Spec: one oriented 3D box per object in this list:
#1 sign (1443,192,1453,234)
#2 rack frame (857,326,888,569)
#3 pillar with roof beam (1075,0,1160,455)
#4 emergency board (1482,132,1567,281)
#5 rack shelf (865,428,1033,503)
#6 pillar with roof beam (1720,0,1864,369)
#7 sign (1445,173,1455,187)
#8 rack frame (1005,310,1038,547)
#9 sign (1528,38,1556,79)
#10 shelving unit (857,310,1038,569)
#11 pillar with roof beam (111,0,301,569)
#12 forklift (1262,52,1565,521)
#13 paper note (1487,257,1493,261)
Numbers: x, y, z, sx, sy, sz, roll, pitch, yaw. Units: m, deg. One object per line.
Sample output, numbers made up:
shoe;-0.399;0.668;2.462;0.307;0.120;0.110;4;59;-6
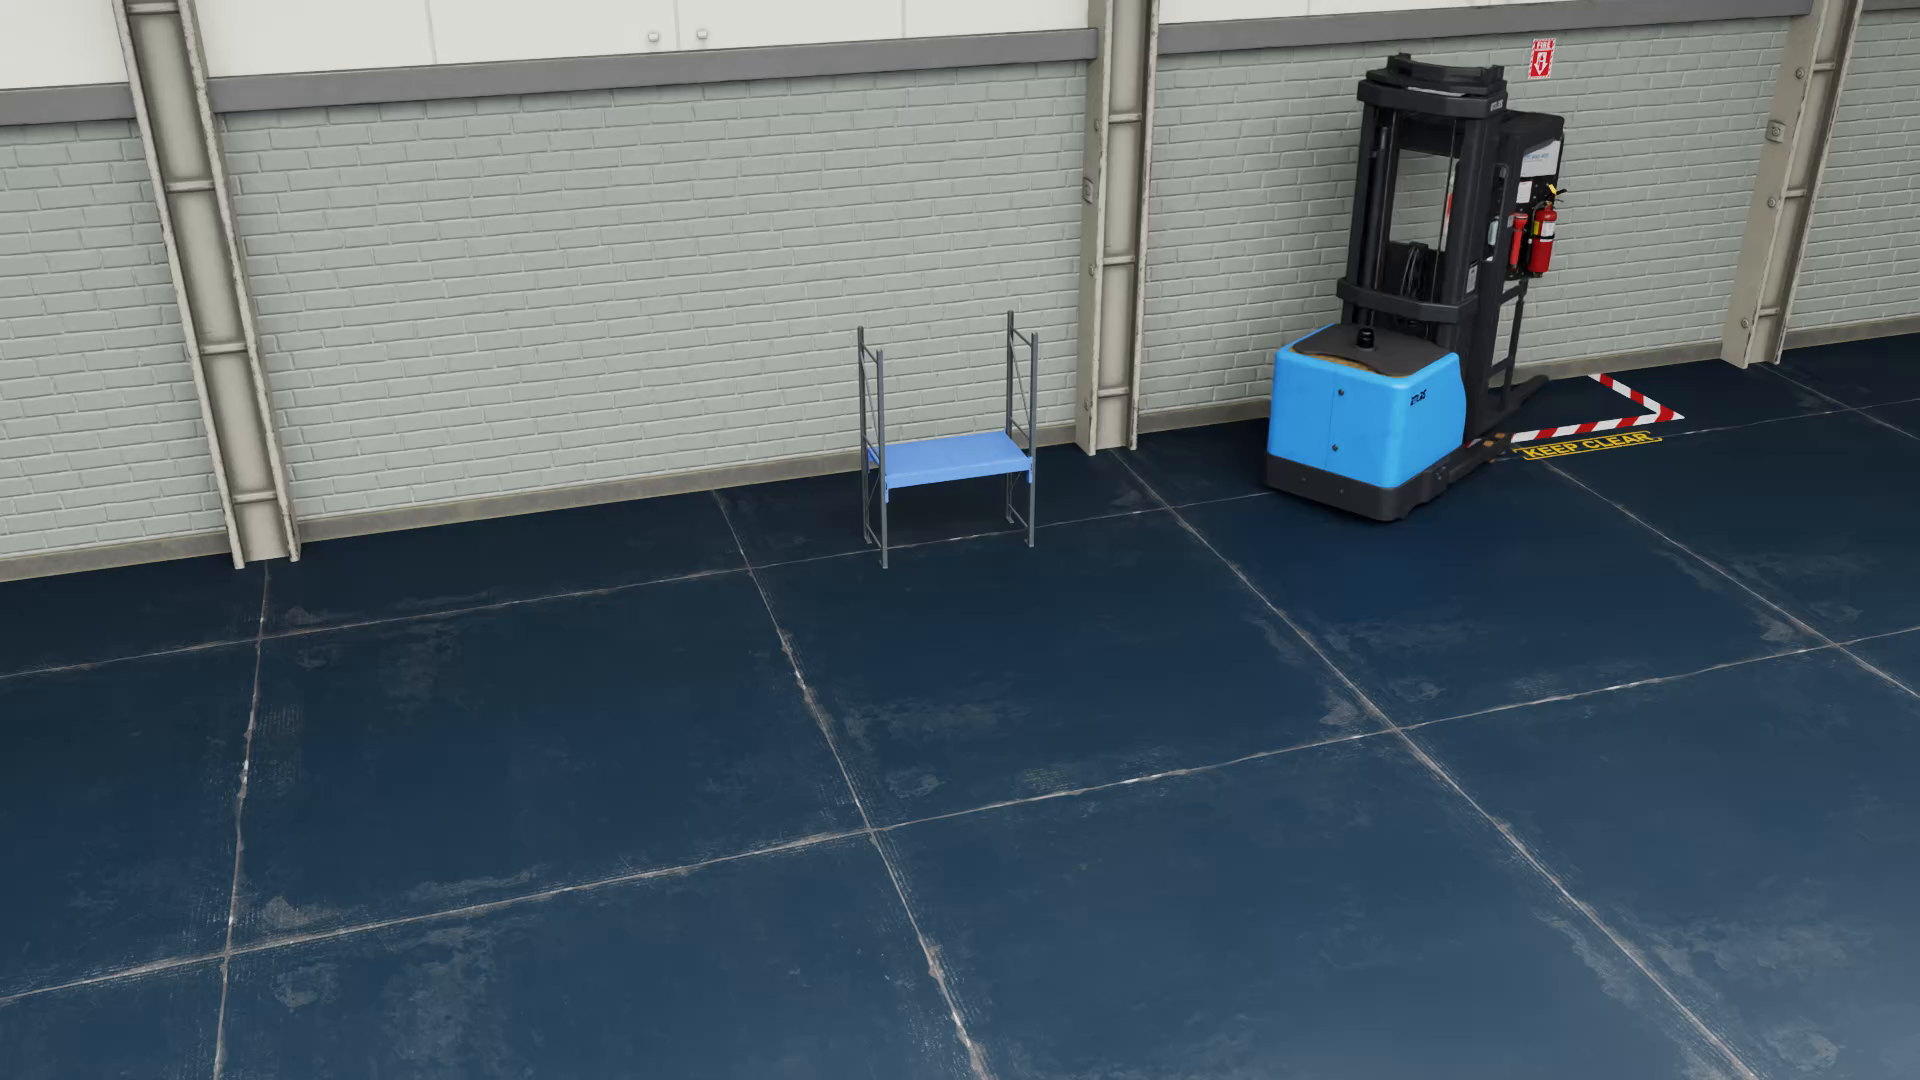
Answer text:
sign;3.897;-2.558;12.982;0.234;0.329;0.001;-8;28;-16
rack frame;-0.564;-0.590;10.746;0.032;1.500;0.500;-8;28;-16
pillar with roof beam;2.444;-2.939;7.044;0.400;9.000;9.100;-8;28;-16
emergency board;4.454;-2.574;13.056;0.643;1.169;0.194;-8;28;-16
rack shelf;-0.081;-0.499;10.967;1.000;0.185;0.538;-8;28;-16
pillar with roof beam;8.149;-3.765;8.708;0.400;9.000;9.100;-8;28;-16
sign;3.904;-2.792;12.858;0.331;0.109;0.001;-8;28;-16
rack frame;0.402;-0.730;11.028;0.032;1.500;0.500;-8;28;-16
sign;4.416;-3.653;12.623;0.199;0.298;0.001;-8;28;-16
shelving unit;-0.081;-0.660;10.887;1.048;1.500;0.538;-8;28;-16
pillar with roof beam;-3.261;-2.113;5.380;0.400;9.000;9.100;-8;28;-16
forklift;3.508;-2.020;12.017;1.130;2.935;3.031;21;33;36
paper note;4.265;-2.184;13.261;0.142;0.148;0.016;-8;28;-16
